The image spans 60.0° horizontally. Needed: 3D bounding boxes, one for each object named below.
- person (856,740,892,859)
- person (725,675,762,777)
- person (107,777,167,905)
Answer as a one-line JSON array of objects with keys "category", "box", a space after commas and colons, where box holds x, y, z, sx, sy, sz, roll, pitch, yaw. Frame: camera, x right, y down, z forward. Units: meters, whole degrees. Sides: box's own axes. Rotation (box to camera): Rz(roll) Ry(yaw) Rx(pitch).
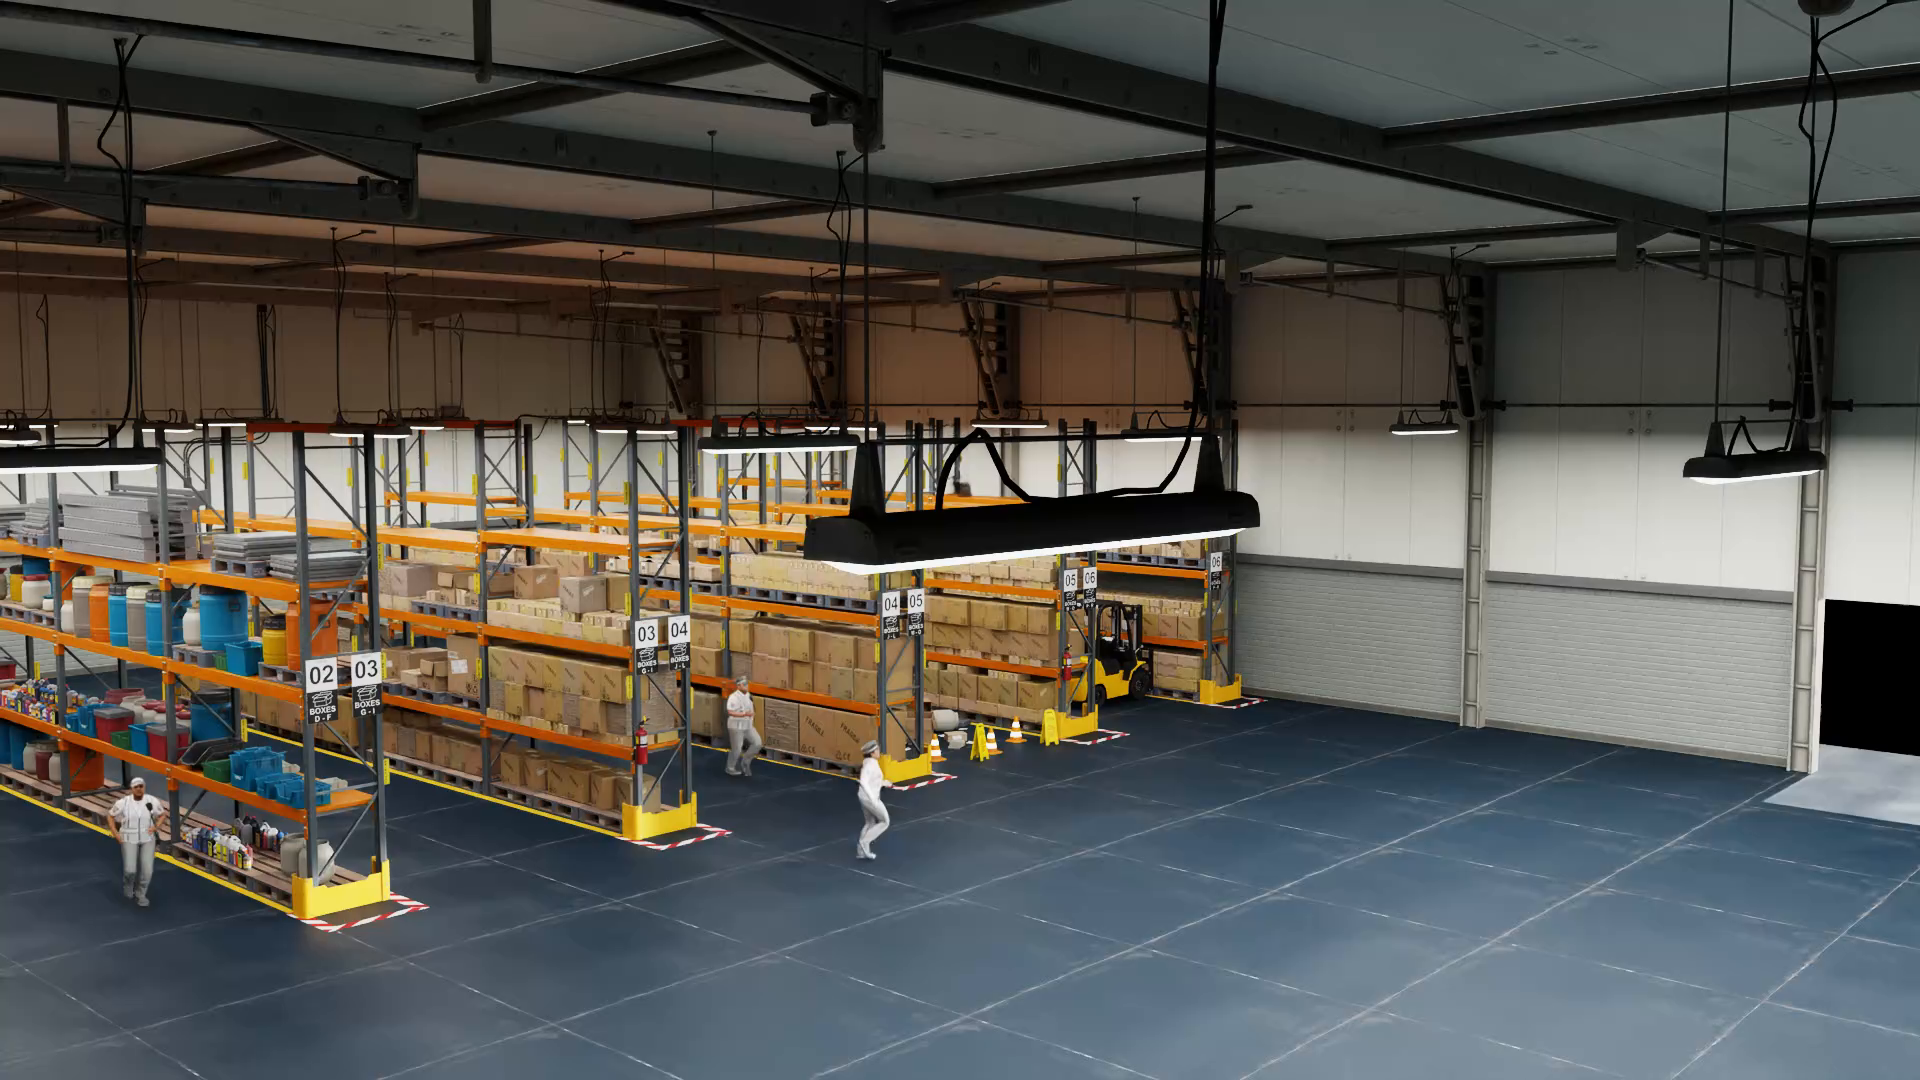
[{"category": "person", "box": [-1.190, 3.603, 23.182, 0.550, 1.665, 0.597, -1, 5, -18]}, {"category": "person", "box": [-3.699, 3.159, 28.132, 0.736, 1.774, 0.650, 3, 6, 34]}, {"category": "person", "box": [-10.348, 3.805, 20.959, 0.667, 1.627, 0.505, -3, 5, -32]}]
